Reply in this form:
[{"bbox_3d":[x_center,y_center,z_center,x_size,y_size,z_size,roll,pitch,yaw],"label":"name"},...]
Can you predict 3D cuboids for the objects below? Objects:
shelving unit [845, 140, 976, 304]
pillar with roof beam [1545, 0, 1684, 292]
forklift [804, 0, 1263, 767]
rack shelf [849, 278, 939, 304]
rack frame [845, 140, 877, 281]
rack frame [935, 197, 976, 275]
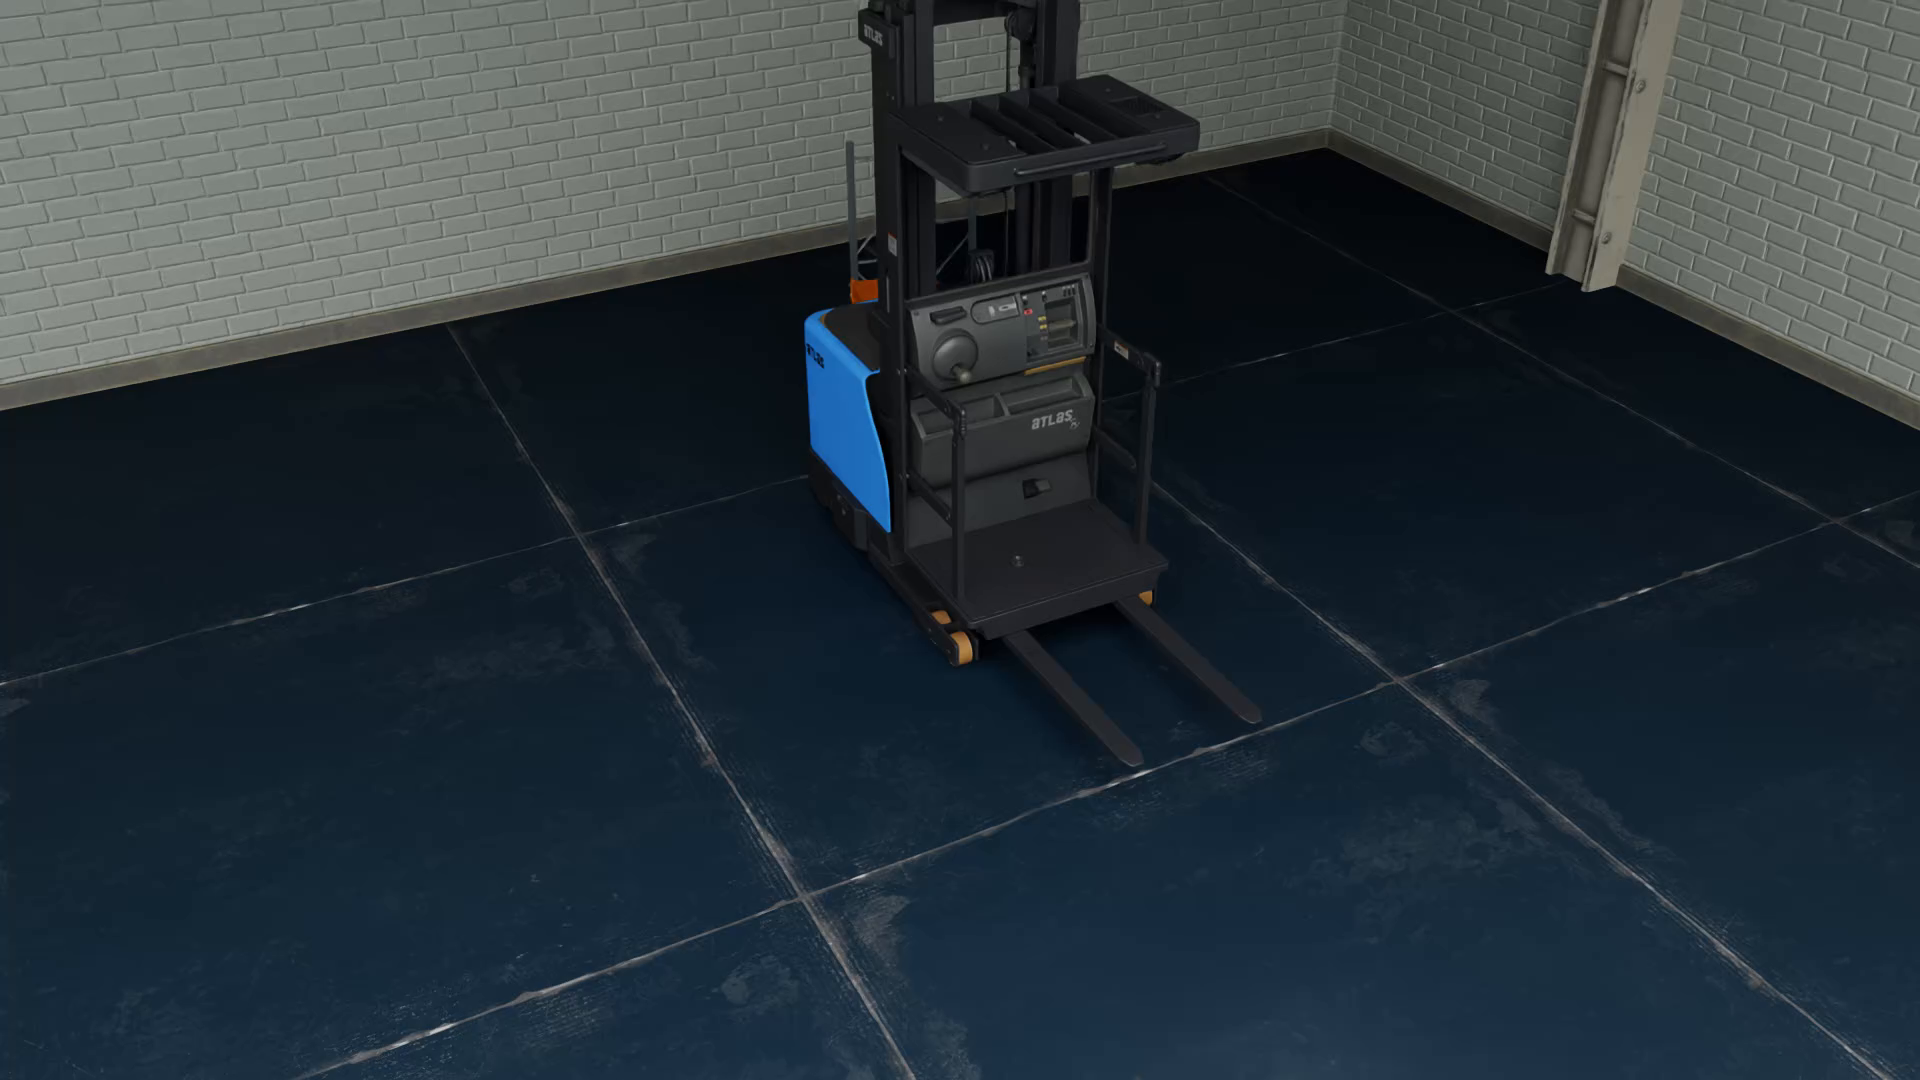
[{"bbox_3d":[-0.284,-1.413,9.565,0.587,1.500,1.083,-8,33,-12],"label":"shelving unit"},{"bbox_3d":[0.526,-4.535,7.486,9.100,9.000,0.400,-16,36,-23],"label":"pillar with roof beam"},{"bbox_3d":[0.307,-0.917,7.464,1.130,2.935,3.031,-16,36,-23],"label":"forklift"},{"bbox_3d":[-0.286,-1.266,9.669,0.538,0.185,1.000,-8,33,-12],"label":"rack shelf"},{"bbox_3d":[-0.412,-1.683,9.987,0.500,1.500,0.032,-8,33,-12],"label":"rack frame"},{"bbox_3d":[-0.161,-1.152,9.157,0.500,1.500,0.032,-8,33,-12],"label":"rack frame"}]
